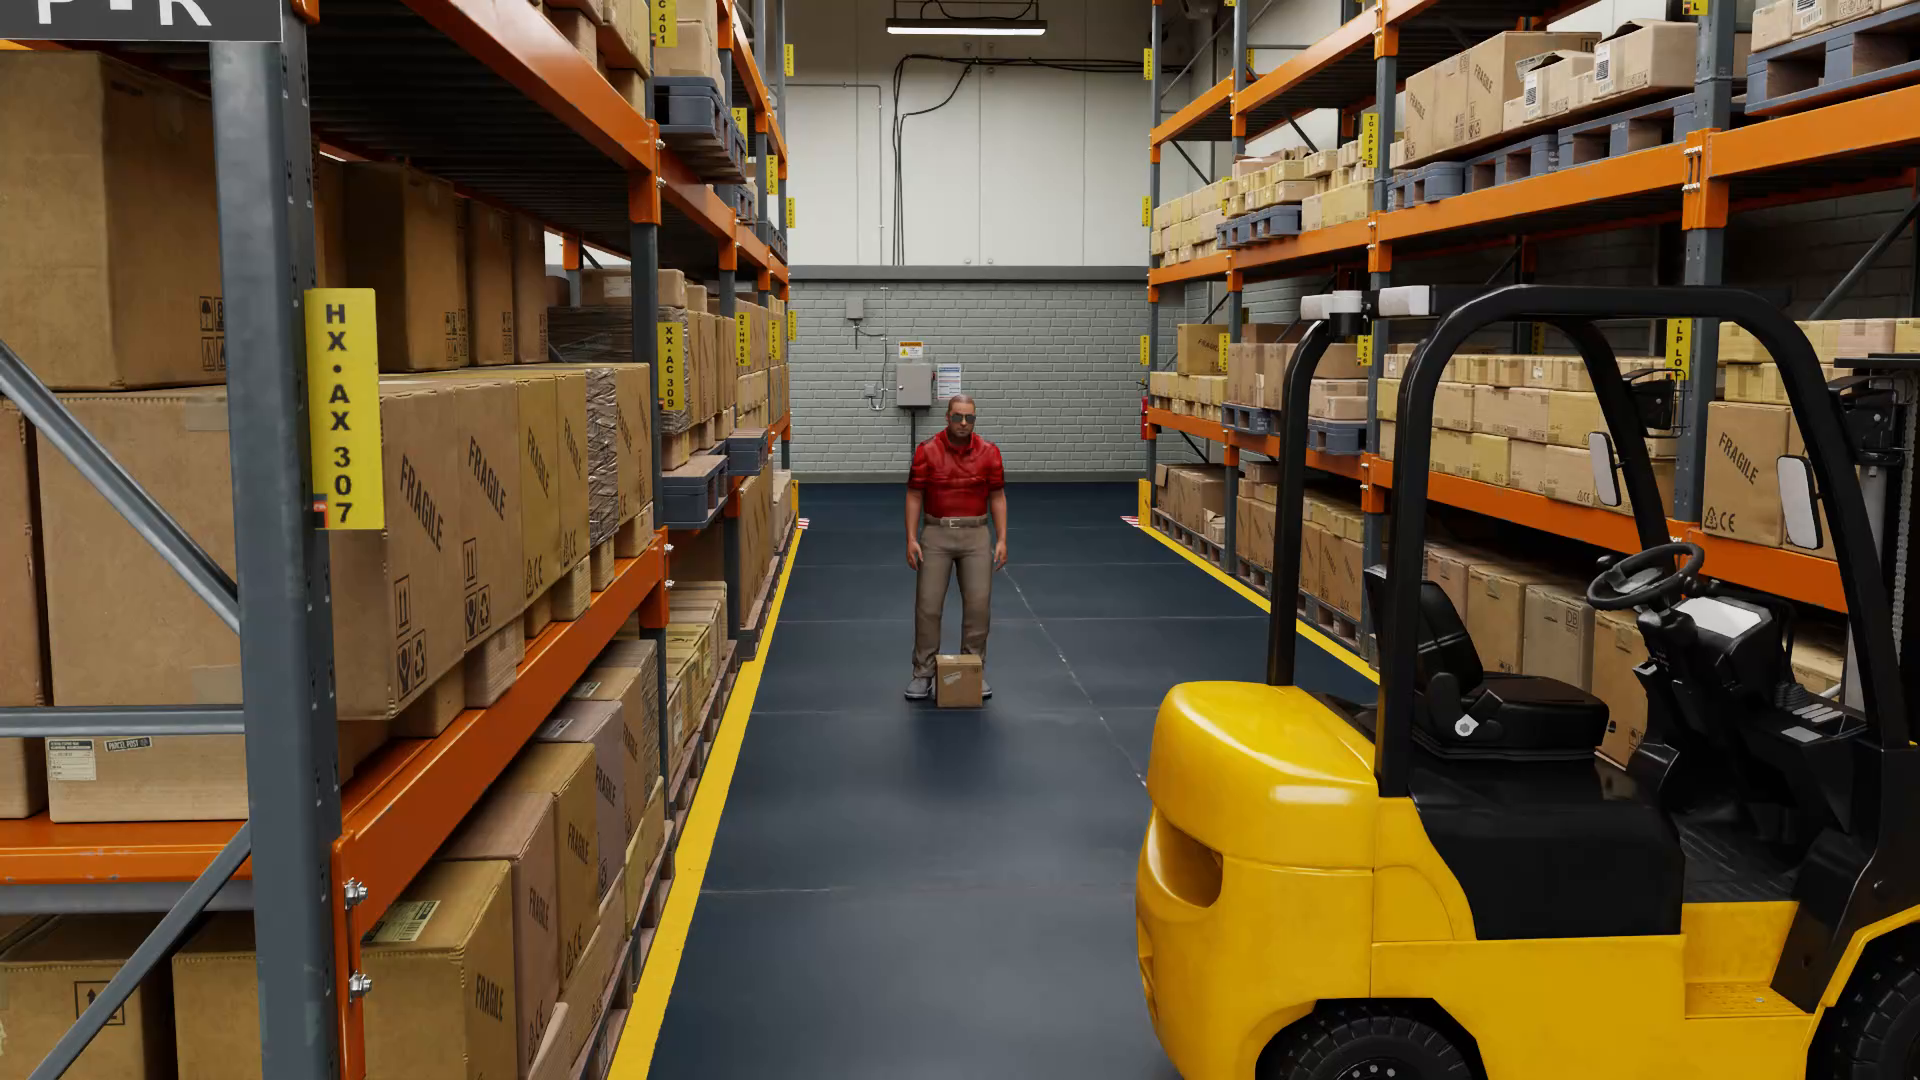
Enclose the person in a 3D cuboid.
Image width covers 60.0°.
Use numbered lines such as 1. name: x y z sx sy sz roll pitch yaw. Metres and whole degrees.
1. person: -0.025 0.029 9.550 0.605 1.728 0.385 -1 7 -7
